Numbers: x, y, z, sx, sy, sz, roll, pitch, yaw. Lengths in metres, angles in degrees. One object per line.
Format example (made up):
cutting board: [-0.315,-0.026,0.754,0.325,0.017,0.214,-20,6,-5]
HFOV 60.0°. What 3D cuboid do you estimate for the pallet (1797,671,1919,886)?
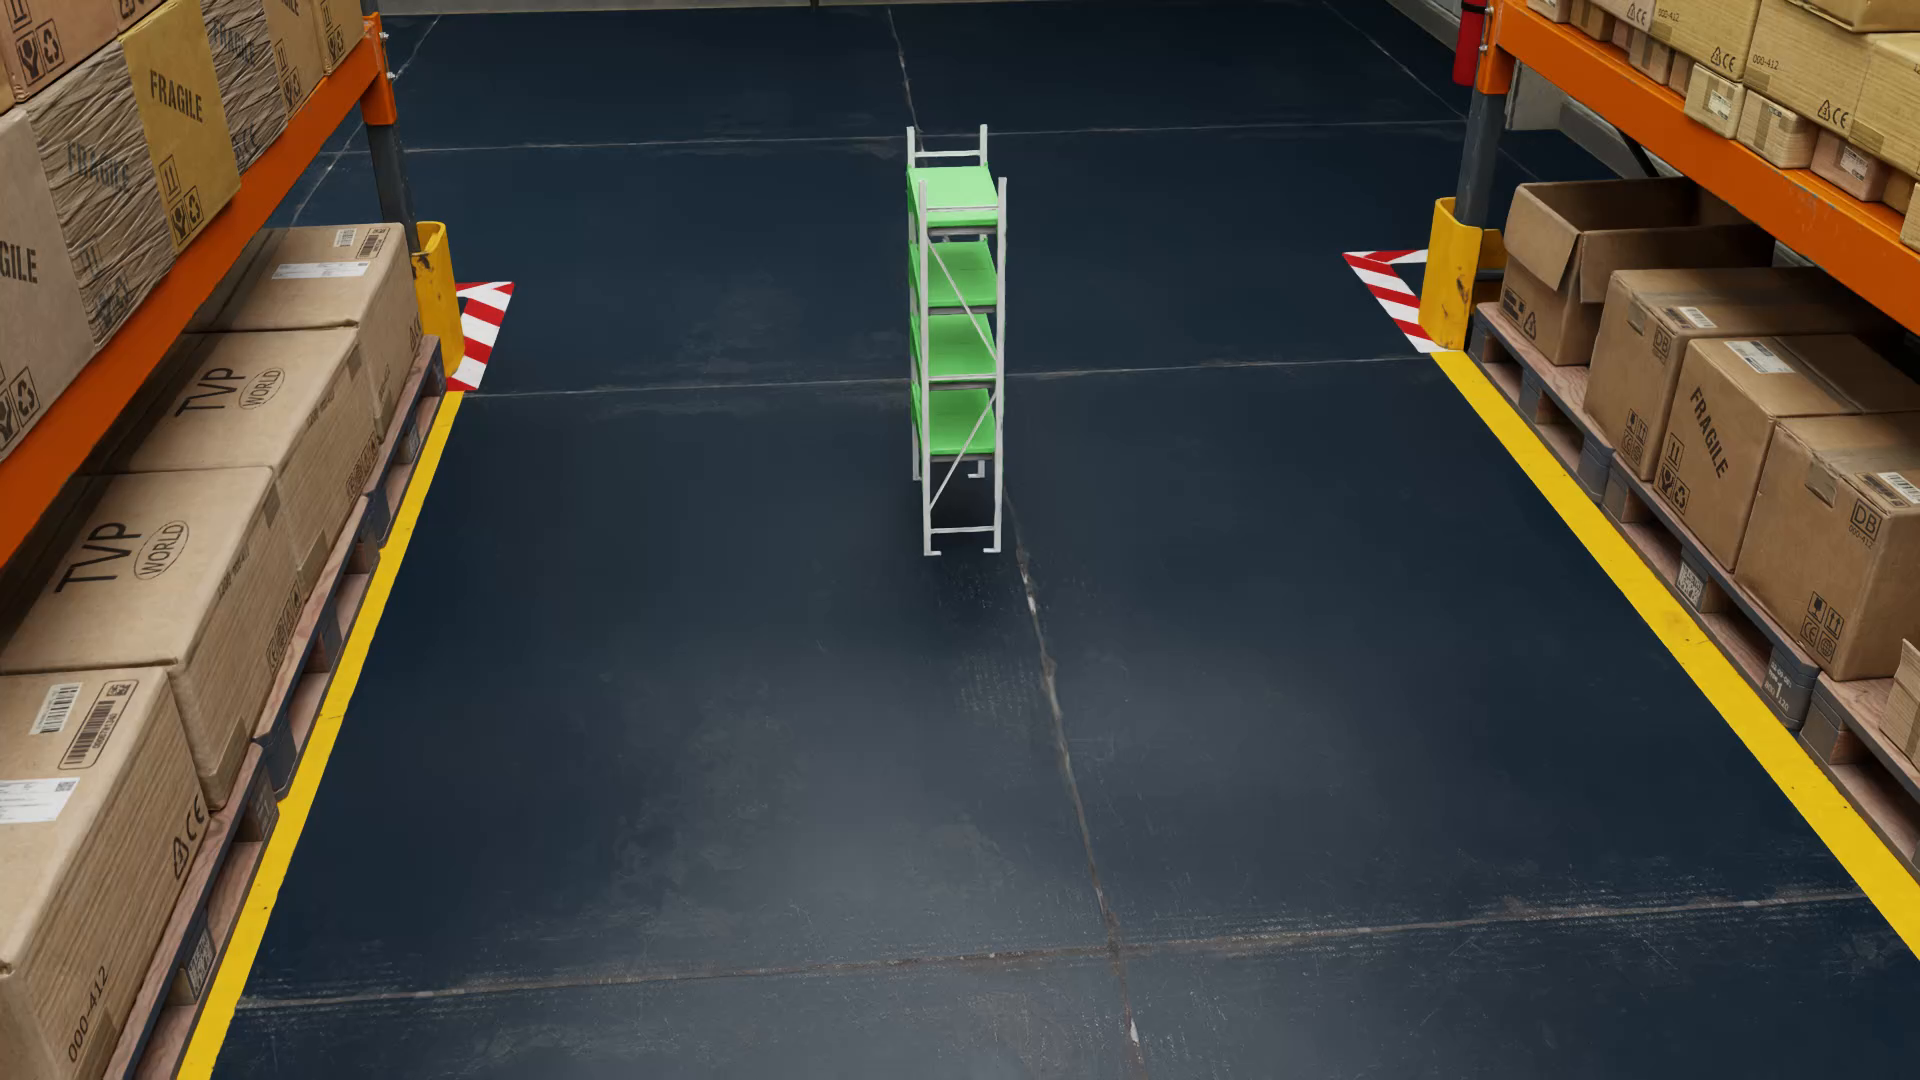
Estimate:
pallet: [2.748,0.710,3.856,1.003,0.211,1.213,-3,31,-5]

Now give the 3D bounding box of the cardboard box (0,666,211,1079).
cardboard box: [-2.082,0.697,3.247,0.875,0.438,0.875,-3,31,-5]

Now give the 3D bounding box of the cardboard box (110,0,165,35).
cardboard box: [-2.056,-1.402,3.599,0.500,0.500,0.500,-3,31,-5]

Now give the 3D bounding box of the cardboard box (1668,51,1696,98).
cardboard box: [2.317,-1.363,4.851,0.380,0.149,0.250,-2,31,-4]

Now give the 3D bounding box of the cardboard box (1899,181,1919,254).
cardboard box: [2.387,-0.707,3.754,0.380,0.149,0.250,-3,31,-5]

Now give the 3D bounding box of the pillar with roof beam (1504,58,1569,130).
pillar with roof beam: [-1.203,-5.968,6.466,9.100,9.000,0.400,-3,31,-5]

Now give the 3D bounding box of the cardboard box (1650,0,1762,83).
cardboard box: [2.310,-1.482,4.662,0.500,0.250,0.500,-3,31,-6]

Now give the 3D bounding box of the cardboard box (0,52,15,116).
cardboard box: [-1.974,-0.882,2.729,0.500,0.500,0.500,-3,31,-5]

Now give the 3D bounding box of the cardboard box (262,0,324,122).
cardboard box: [-2.163,-1.492,4.724,0.500,0.500,0.500,-3,31,-6]

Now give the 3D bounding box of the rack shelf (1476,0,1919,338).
rack shelf: [2.625,-0.849,4.448,1.077,0.370,4.000,-3,31,-5]

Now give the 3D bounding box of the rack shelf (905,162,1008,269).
rack shelf: [-0.016,-0.957,4.870,0.258,0.148,0.480,-3,31,-5]

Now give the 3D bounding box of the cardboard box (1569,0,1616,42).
cardboard box: [2.265,-1.762,5.520,0.380,0.149,0.250,-2,31,-3]

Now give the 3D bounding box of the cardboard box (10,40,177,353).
cardboard box: [-1.996,-0.703,3.405,0.500,0.500,0.500,-3,31,-4]

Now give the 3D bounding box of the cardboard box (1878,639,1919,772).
cardboard box: [2.434,0.404,3.905,0.396,0.266,0.258,-2,31,-3]

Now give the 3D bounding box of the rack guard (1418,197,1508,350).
rack guard: [2.445,-1.067,6.549,1.175,0.500,0.348,-3,31,-5]

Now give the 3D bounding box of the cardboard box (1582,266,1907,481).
cardboard box: [2.442,-0.531,5.242,0.700,0.500,0.500,-2,31,-3]

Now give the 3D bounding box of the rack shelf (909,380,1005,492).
rack shelf: [-0.015,-0.339,5.240,0.258,0.148,0.480,-3,31,-5]

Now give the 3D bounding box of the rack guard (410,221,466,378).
rack guard: [-2.506,-0.878,6.233,1.175,0.500,0.348,-3,31,-5]

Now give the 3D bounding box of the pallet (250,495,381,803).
pallet: [-2.240,0.284,4.569,1.003,0.211,1.213,-3,31,-5]

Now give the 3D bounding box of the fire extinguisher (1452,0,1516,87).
fire extinguisher: [1.964,-2.039,6.177,0.296,0.674,0.183,-3,31,-5]

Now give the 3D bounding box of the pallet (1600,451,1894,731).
pallet: [2.631,0.086,4.901,1.003,0.211,1.213,-3,31,-5]

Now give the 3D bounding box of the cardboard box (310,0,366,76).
cardboard box: [-2.195,-1.748,5.155,0.500,0.500,0.500,-3,31,-4]

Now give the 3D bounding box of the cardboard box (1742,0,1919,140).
cardboard box: [2.379,-1.222,4.226,0.500,0.250,0.500,-4,31,-6]

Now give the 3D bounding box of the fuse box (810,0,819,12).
fuse box: [-0.949,-4.290,10.763,0.539,1.711,0.414,-3,31,-5]

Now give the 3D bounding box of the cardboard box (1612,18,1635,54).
cardboard box: [2.324,-1.630,5.299,0.380,0.149,0.250,-3,31,-5]

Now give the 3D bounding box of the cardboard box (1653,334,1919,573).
cardboard box: [2.392,-0.256,4.782,0.500,0.500,0.500,-2,31,-4]

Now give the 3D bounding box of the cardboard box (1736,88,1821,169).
cardboard box: [2.311,-1.096,4.406,0.380,0.149,0.250,-2,31,-3]

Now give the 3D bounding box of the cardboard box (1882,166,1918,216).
cardboard box: [2.474,-0.844,3.983,0.380,0.149,0.250,-2,31,-4]

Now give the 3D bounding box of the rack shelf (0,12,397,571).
rack shelf: [-2.317,-0.609,4.046,1.077,0.370,4.000,-3,31,-5]

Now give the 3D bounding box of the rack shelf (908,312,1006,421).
rack shelf: [-0.015,-0.545,5.117,0.258,0.148,0.480,-3,31,-5]

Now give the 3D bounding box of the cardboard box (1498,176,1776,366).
cardboard box: [2.401,-0.971,5.975,0.797,0.503,0.637,-4,31,-7]

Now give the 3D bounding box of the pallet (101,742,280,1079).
pallet: [-2.123,0.908,3.524,1.003,0.211,1.213,-3,31,-5]

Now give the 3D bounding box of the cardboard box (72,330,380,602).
cardboard box: [-2.249,-0.220,4.783,0.875,0.438,0.875,-2,31,-3]

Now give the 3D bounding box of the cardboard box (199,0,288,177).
cardboard box: [-2.106,-1.229,4.286,0.500,0.500,0.500,-2,31,-3]

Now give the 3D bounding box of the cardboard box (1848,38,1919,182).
cardboard box: [2.426,-0.959,3.786,0.500,0.250,0.500,-3,31,-5]

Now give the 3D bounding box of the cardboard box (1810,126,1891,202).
cardboard box: [2.404,-0.968,4.191,0.380,0.149,0.250,-3,31,-5]

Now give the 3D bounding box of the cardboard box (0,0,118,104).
cardboard box: [-2.011,-1.144,3.168,0.500,0.500,0.500,-2,31,-4]

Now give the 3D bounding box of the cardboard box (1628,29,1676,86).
cardboard box: [2.287,-1.498,5.078,0.380,0.149,0.250,-2,31,-3]

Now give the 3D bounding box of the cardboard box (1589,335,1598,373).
cardboard box: [2.402,-0.600,5.699,0.380,0.149,0.250,-4,31,-7]

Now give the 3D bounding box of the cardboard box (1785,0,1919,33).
cardboard box: [2.352,-1.554,4.051,0.500,0.500,0.500,-2,31,-3]

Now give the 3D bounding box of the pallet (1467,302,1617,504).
pallet: [2.520,-0.536,5.941,1.003,0.211,1.213,-3,31,-5]

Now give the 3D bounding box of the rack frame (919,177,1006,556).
rack frame: [0.007,-0.475,4.875,0.240,1.200,0.015,-3,31,-5]

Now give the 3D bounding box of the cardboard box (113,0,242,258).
cardboard box: [-2.044,-0.966,3.845,0.500,0.500,0.500,-2,31,-3]

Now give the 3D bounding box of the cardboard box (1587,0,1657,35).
cardboard box: [2.259,-1.740,5.095,0.500,0.250,0.500,-2,31,-4]

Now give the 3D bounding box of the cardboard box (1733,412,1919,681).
cardboard box: [2.539,-0.001,4.354,0.700,0.500,0.500,-4,31,-6]

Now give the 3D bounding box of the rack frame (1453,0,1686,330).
rack frame: [2.438,-2.179,5.973,1.000,3.000,0.127,-3,31,-5]

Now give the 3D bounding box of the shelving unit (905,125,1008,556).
shelving unit: [-0.015,-0.600,5.084,0.258,1.200,0.503,-3,31,-5]

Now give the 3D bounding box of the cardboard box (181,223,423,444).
cardboard box: [-2.343,-0.687,5.565,0.875,0.438,0.875,-4,31,-6]

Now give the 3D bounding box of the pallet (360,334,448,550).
pallet: [-2.351,-0.337,5.609,1.003,0.211,1.213,-3,31,-5]

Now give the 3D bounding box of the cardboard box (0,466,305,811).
cardboard box: [-2.166,0.240,4.012,0.875,0.438,0.875,-4,31,-6]

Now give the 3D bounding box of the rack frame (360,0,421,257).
rack frame: [-2.504,-1.939,5.571,1.000,3.000,0.127,-3,31,-5]

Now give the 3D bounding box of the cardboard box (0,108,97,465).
cardboard box: [-1.956,-0.449,2.979,0.500,0.500,0.500,-3,31,-4]

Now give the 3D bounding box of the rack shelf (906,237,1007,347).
rack shelf: [-0.016,-0.751,4.994,0.258,0.148,0.480,-3,31,-5]

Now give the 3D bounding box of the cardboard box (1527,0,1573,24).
cardboard box: [2.195,-1.890,5.734,0.380,0.149,0.250,-3,31,-5]

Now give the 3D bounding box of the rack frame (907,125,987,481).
rack frame: [-0.038,-0.724,5.292,0.240,1.200,0.015,-3,31,-5]

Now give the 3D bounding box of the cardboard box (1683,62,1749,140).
cardboard box: [2.266,-1.230,4.629,0.380,0.149,0.250,-4,31,-6]
